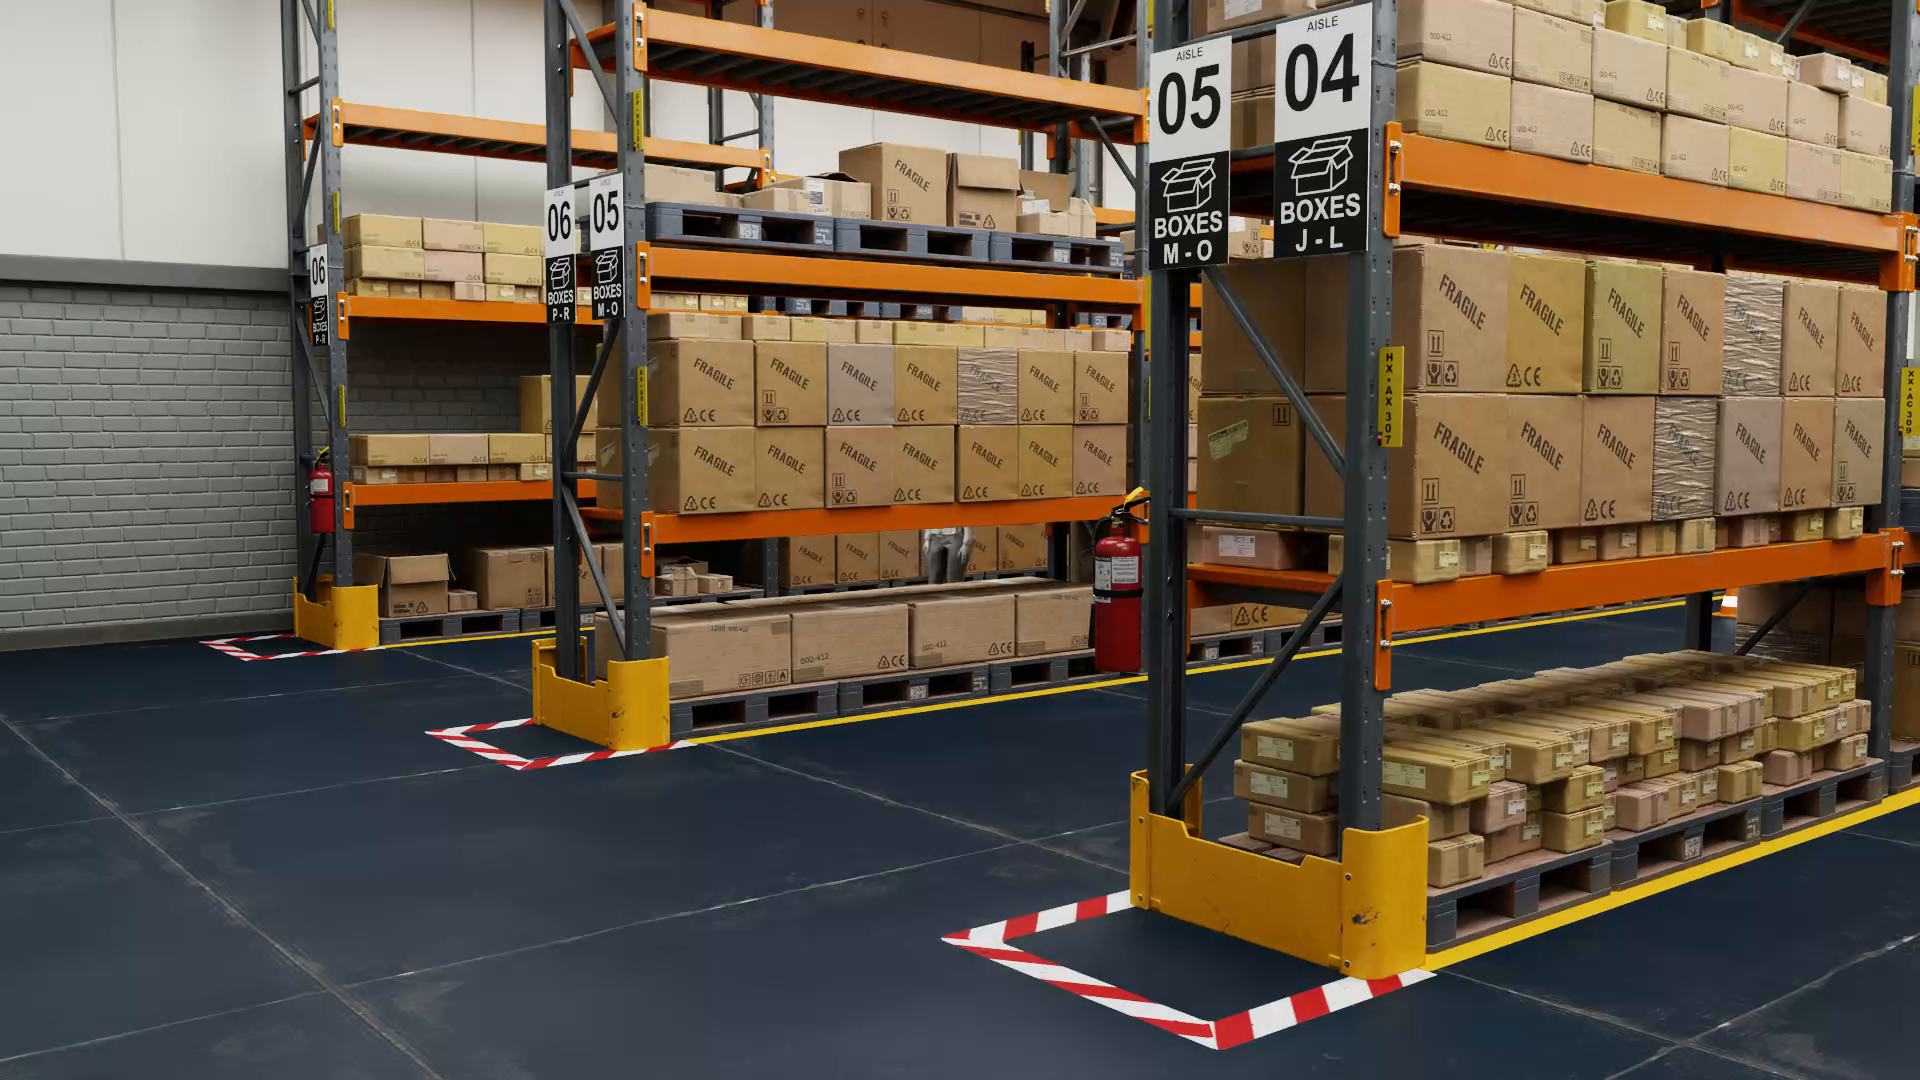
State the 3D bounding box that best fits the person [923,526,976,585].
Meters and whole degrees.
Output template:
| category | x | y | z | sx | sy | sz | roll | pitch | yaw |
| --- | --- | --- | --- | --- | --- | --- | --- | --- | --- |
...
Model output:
| category | x | y | z | sx | sy | sz | roll | pitch | yaw |
| --- | --- | --- | --- | --- | --- | --- | --- | --- | --- |
| person | -0.089 | 0.032 | 13.318 | 0.373 | 1.662 | 0.538 | -4 | 6 | -43 |
